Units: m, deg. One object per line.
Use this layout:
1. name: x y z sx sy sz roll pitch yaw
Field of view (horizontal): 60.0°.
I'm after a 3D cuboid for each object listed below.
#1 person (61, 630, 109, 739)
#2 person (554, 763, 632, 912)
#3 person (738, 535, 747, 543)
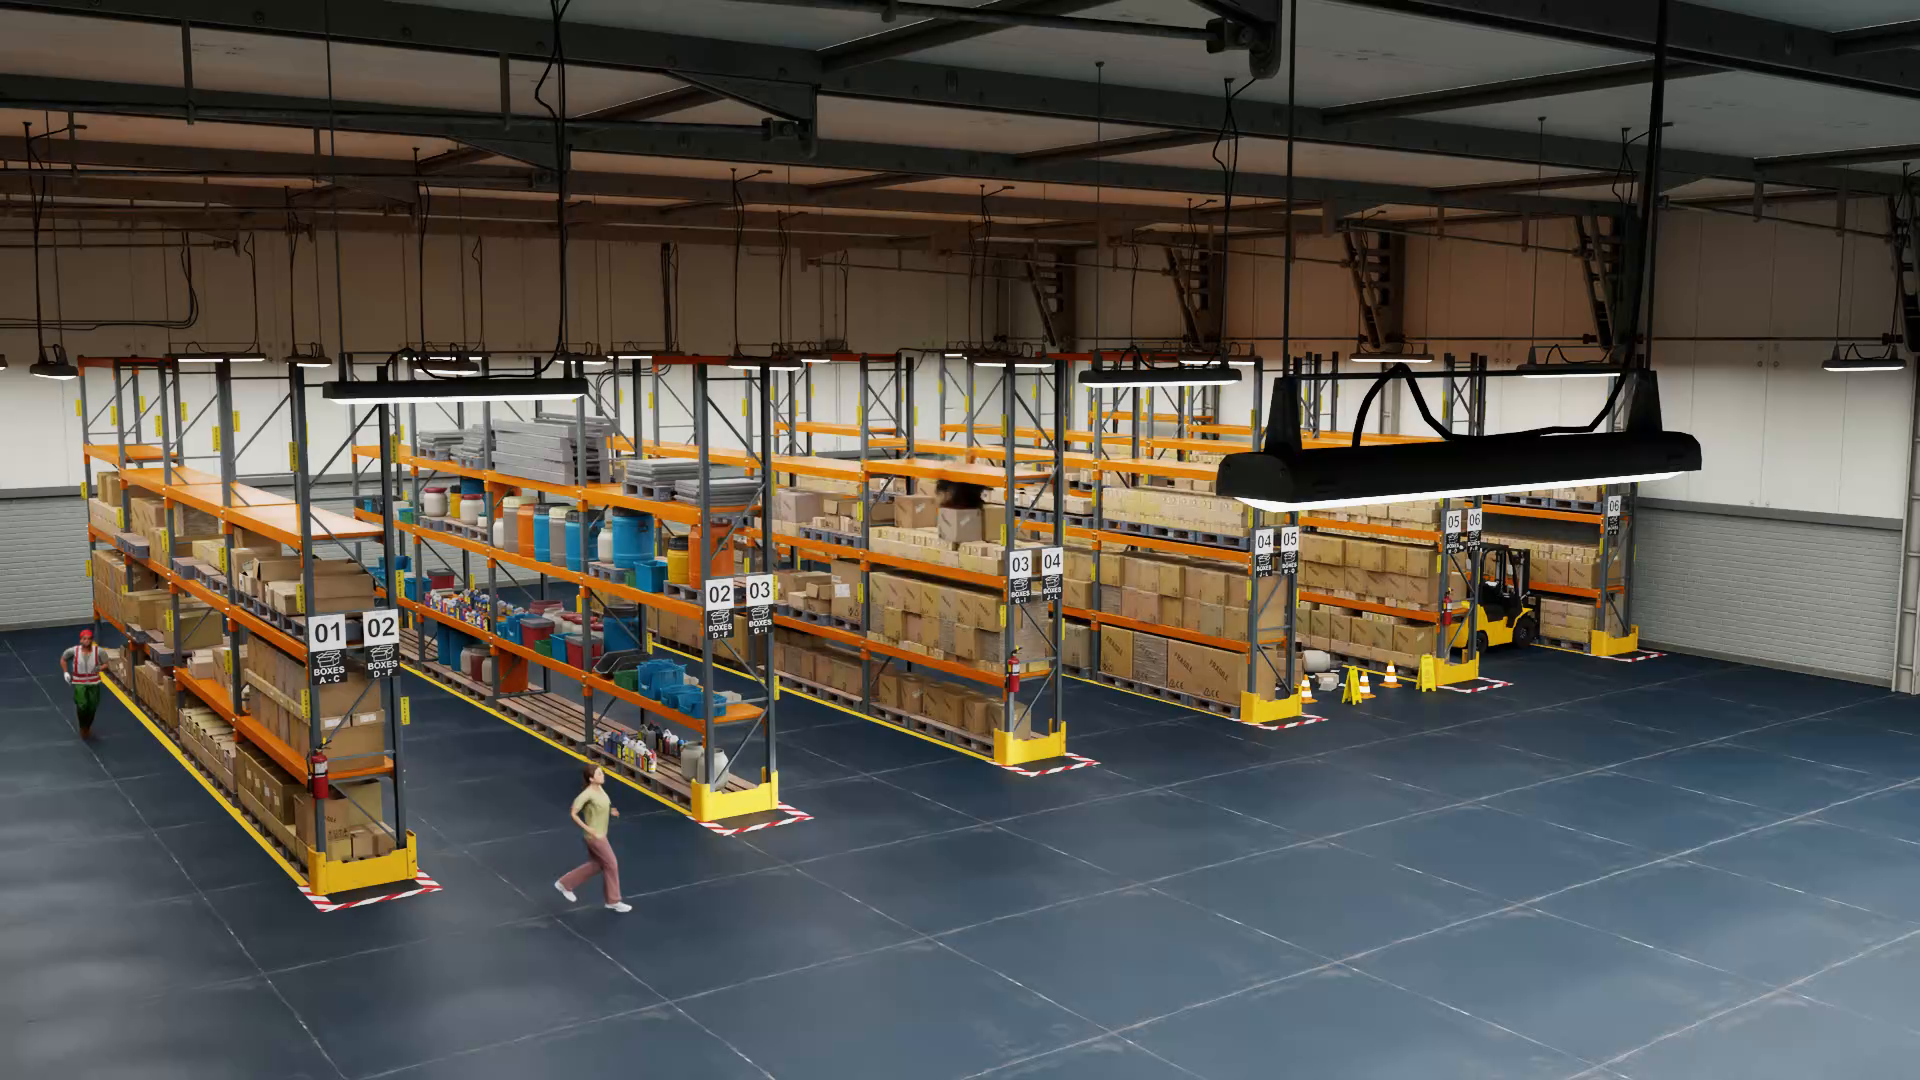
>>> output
1. person: -13.771 2.275 26.231 0.647 1.748 0.735 -5 8 -34
2. person: -4.074 3.286 18.414 0.857 1.674 0.569 0 7 1
3. person: -5.380 0.496 40.945 0.956 1.719 0.678 -6 9 -42
